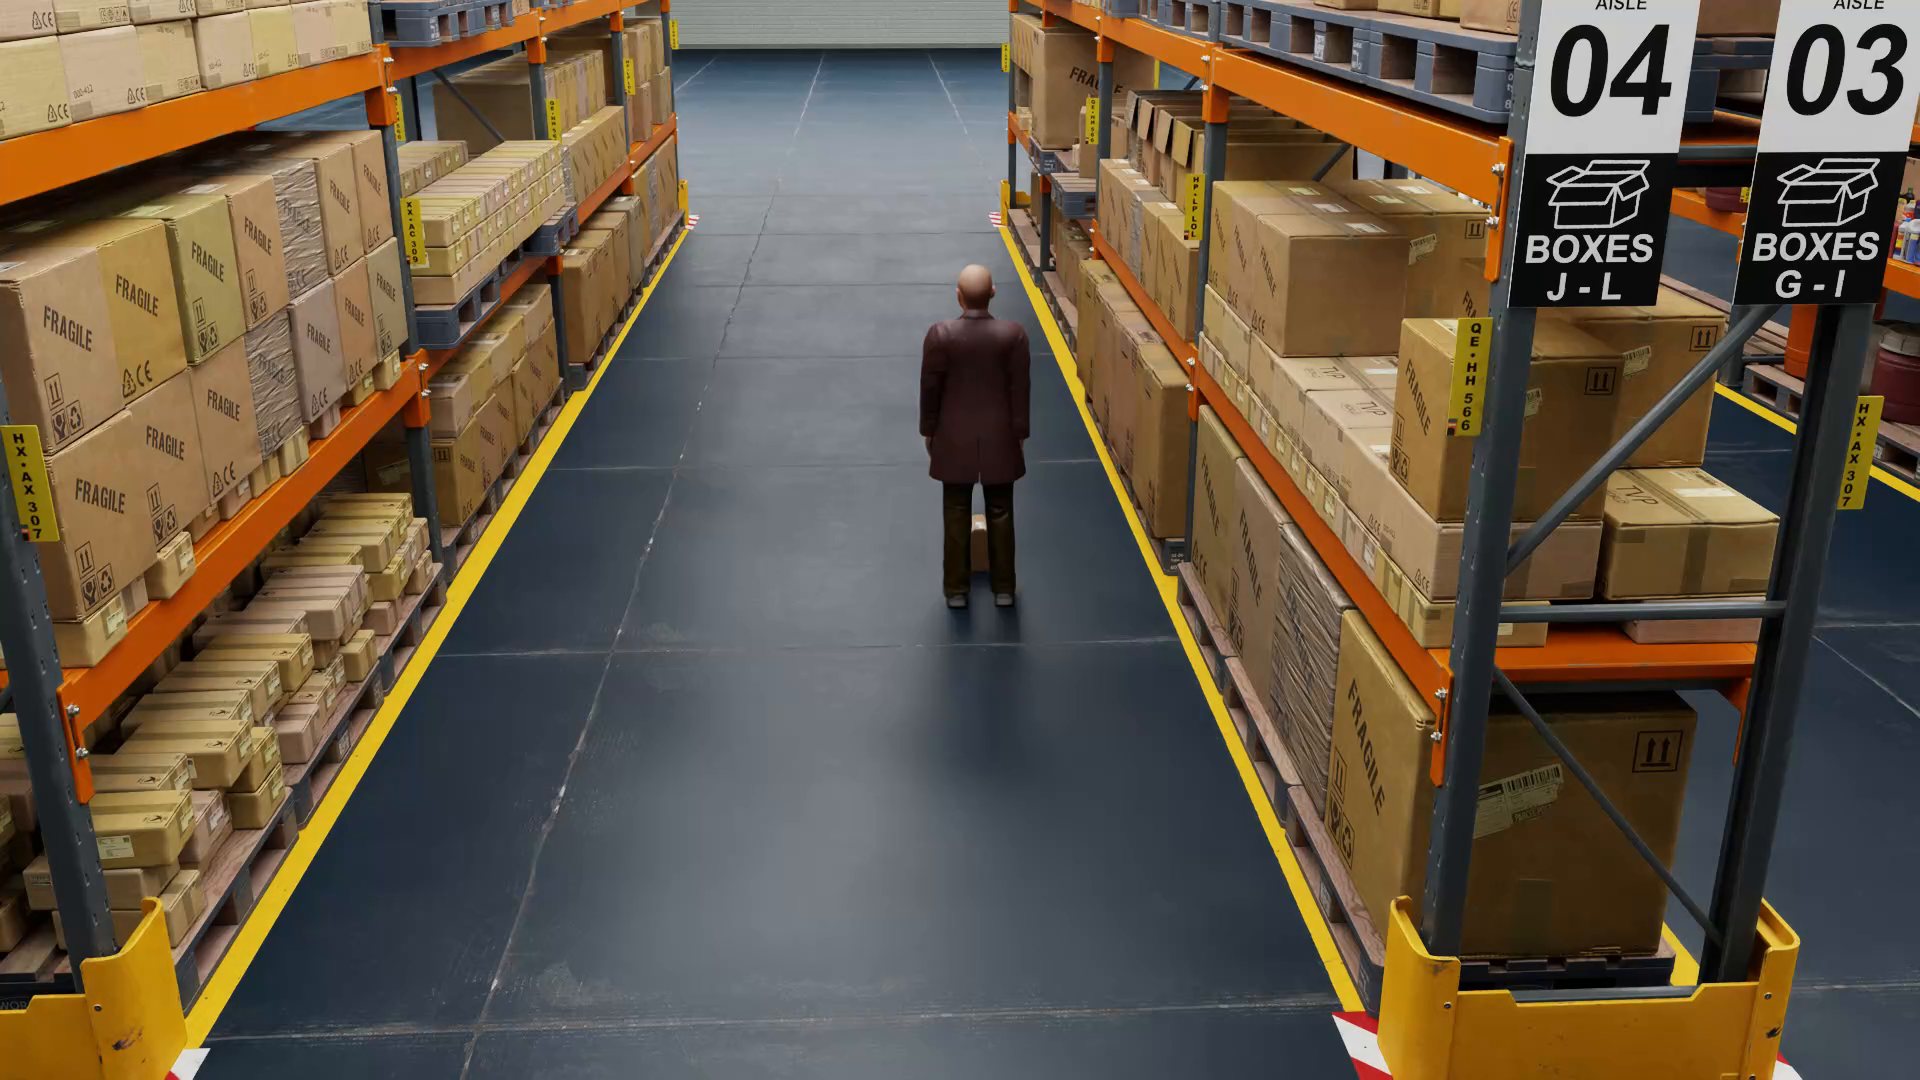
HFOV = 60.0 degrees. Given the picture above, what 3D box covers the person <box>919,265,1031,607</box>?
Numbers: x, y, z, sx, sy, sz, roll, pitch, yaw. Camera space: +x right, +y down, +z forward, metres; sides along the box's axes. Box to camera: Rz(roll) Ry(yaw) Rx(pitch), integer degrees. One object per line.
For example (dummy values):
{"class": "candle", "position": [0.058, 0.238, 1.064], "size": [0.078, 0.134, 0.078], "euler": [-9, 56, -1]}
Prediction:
{"class": "person", "position": [0.072, -0.535, 8.547], "size": [0.569, 1.787, 0.389], "euler": [-1, 20, -2]}
